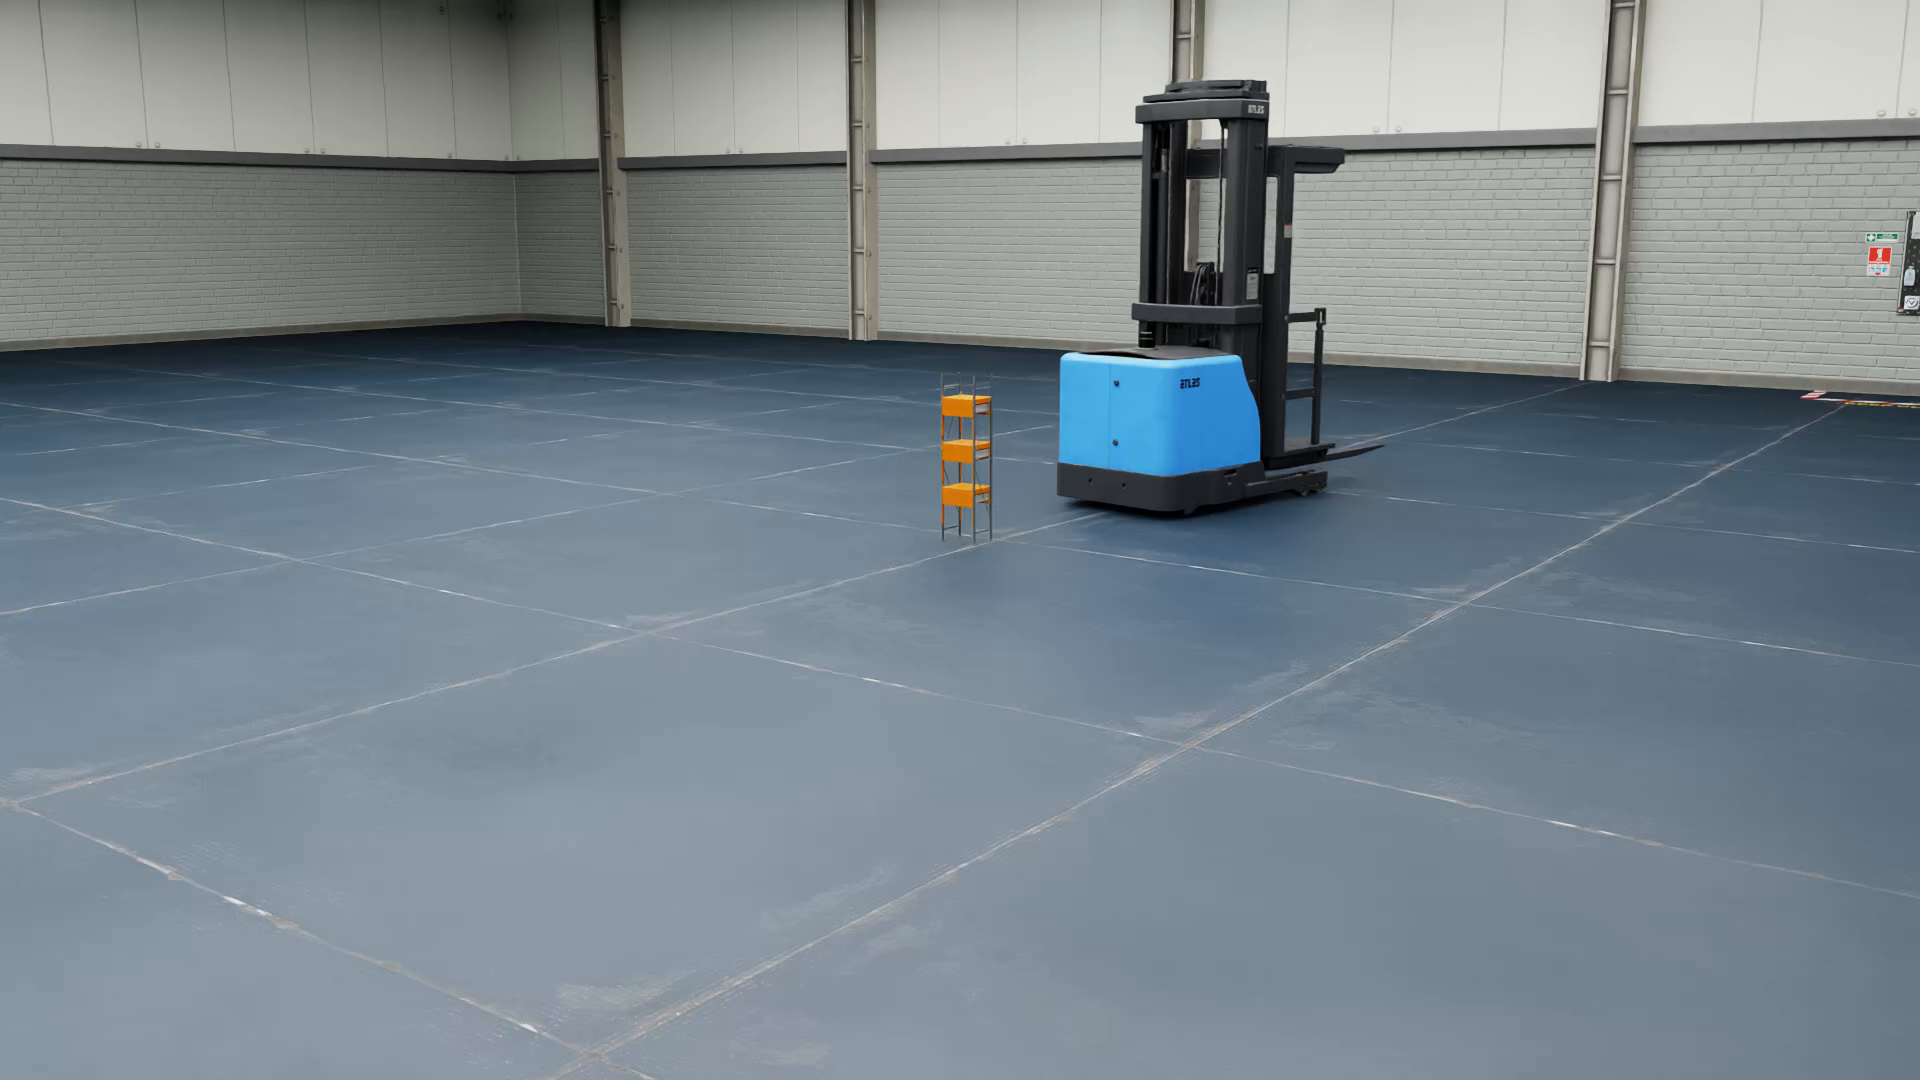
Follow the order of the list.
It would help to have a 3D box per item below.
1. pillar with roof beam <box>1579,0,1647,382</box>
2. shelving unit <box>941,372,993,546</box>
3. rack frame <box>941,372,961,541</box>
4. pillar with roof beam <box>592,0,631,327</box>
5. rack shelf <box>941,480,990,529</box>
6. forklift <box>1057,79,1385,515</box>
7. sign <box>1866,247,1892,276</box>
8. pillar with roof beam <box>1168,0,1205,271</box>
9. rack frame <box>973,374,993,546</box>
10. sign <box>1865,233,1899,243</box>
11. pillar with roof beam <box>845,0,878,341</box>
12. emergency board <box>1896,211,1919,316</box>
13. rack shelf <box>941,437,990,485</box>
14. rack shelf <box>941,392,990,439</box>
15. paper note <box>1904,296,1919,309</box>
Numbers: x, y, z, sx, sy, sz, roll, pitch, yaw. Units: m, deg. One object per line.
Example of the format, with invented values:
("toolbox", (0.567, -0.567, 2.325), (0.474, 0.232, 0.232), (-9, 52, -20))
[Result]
("pillar with roof beam", (5.506, -5.778, 16.705), (0.400, 9.000, 9.100), (8, 13, 36))
("shelving unit", (0.043, -0.509, 10.399), (0.252, 1.050, 0.215), (8, 13, 36))
("rack frame", (-0.055, -0.523, 10.470), (0.008, 1.050, 0.200), (8, 13, 36))
("pillar with roof beam", (-9.002, -7.802, 27.165), (0.400, 9.000, 9.100), (8, 13, 36))
("rack shelf", (0.043, -0.226, 10.454), (0.240, 0.259, 0.215), (8, 13, 36))
("forklift", (2.087, -1.823, 12.236), (3.031, 2.935, 1.130), (-11, 15, -44))
("sign", (10.537, -3.196, 19.060), (0.234, 0.329, 0.001), (8, 13, 36))
("pillar with roof beam", (0.670, -6.453, 20.192), (0.400, 9.000, 9.100), (8, 13, 36))
("rack frame", (0.141, -0.496, 10.328), (0.008, 1.050, 0.200), (8, 13, 36))
("sign", (10.535, -3.455, 19.000), (0.331, 0.109, 0.001), (8, 13, 36))
("pillar with roof beam", (-4.166, -7.127, 23.678), (0.400, 9.000, 9.100), (8, 13, 36))
("emergency board", (10.925, -3.105, 18.680), (0.626, 1.169, 0.157), (8, 13, 36))
("rack shelf", (0.043, -0.499, 10.401), (0.240, 0.259, 0.215), (8, 13, 36))
("rack shelf", (0.043, -0.778, 10.347), (0.240, 0.259, 0.215), (8, 13, 36))
("paper note", (10.819, -2.699, 18.902), (0.142, 0.148, 0.016), (8, 13, 36))
